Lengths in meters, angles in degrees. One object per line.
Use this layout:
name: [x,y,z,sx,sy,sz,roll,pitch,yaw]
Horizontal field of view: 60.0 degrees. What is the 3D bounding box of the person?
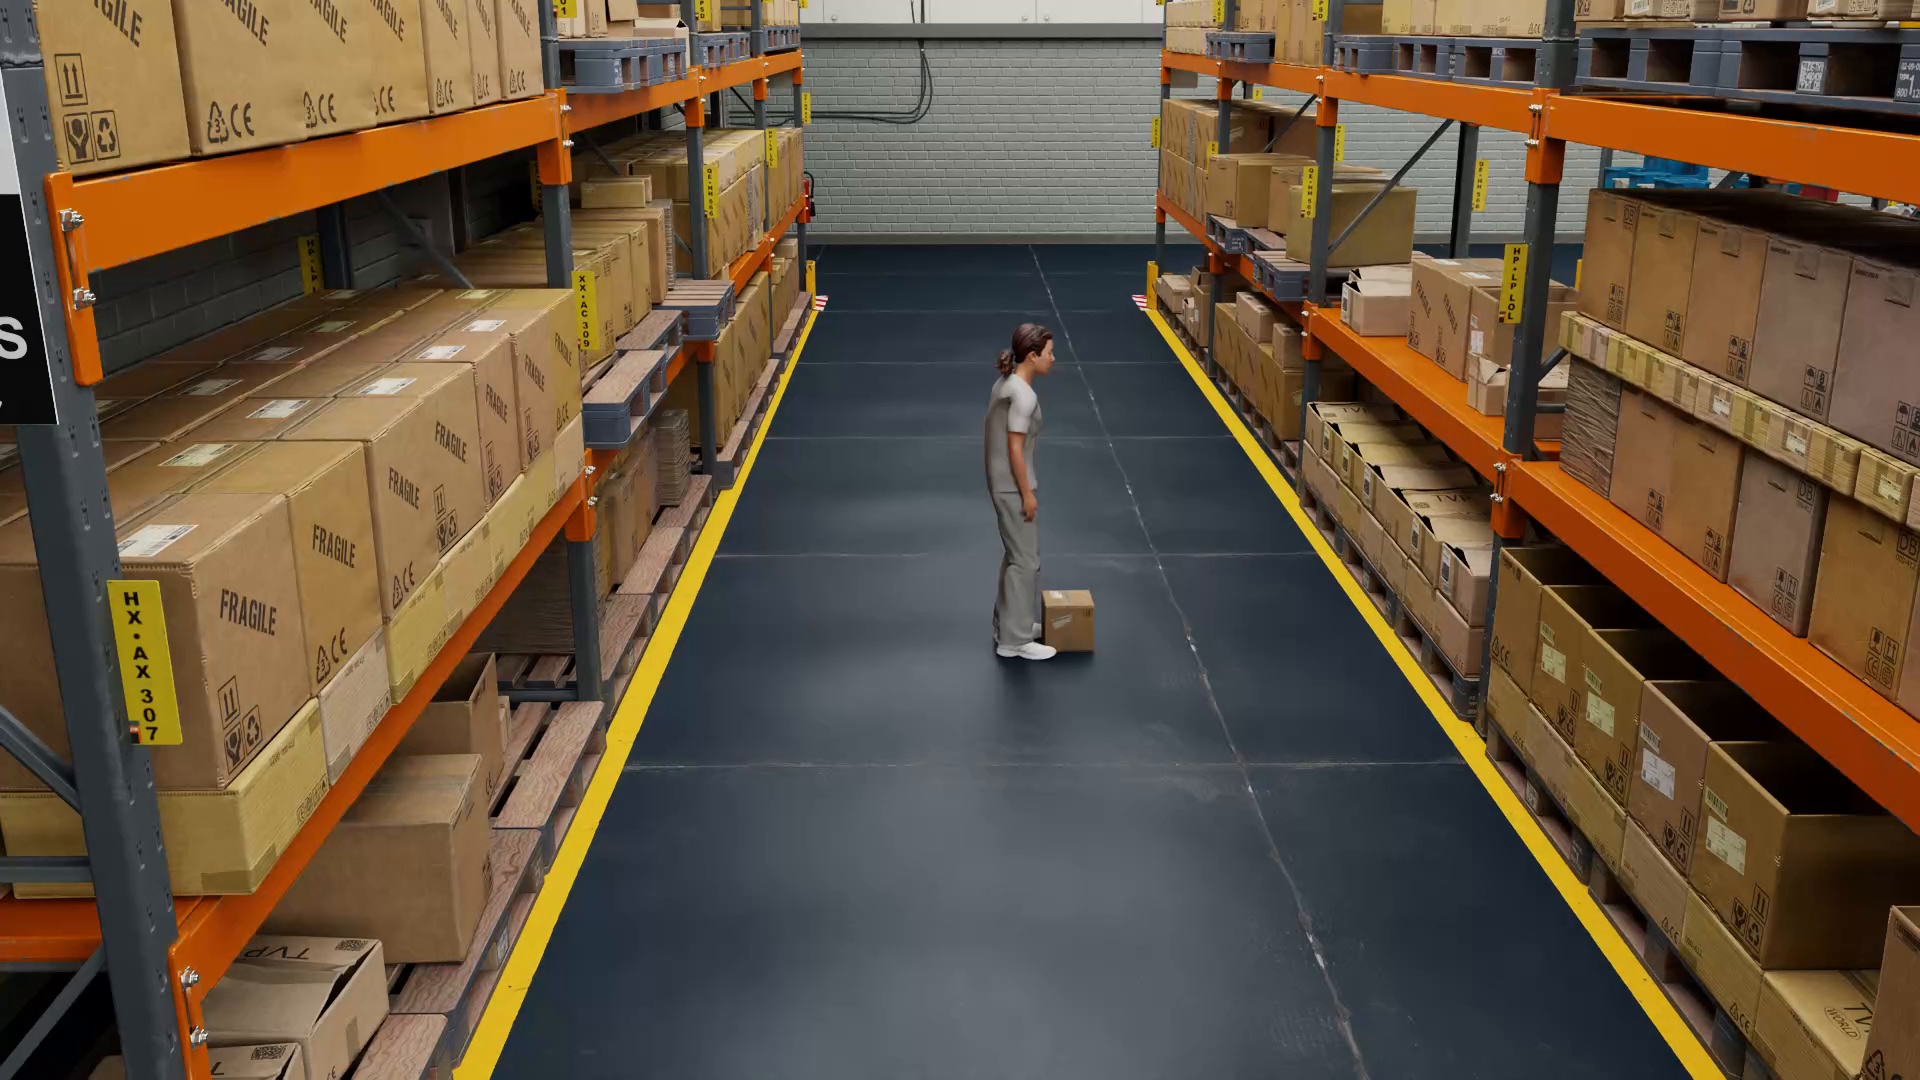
person: [0.304,-0.257,8.380,0.361,1.671,0.497,-1,17,-3]
